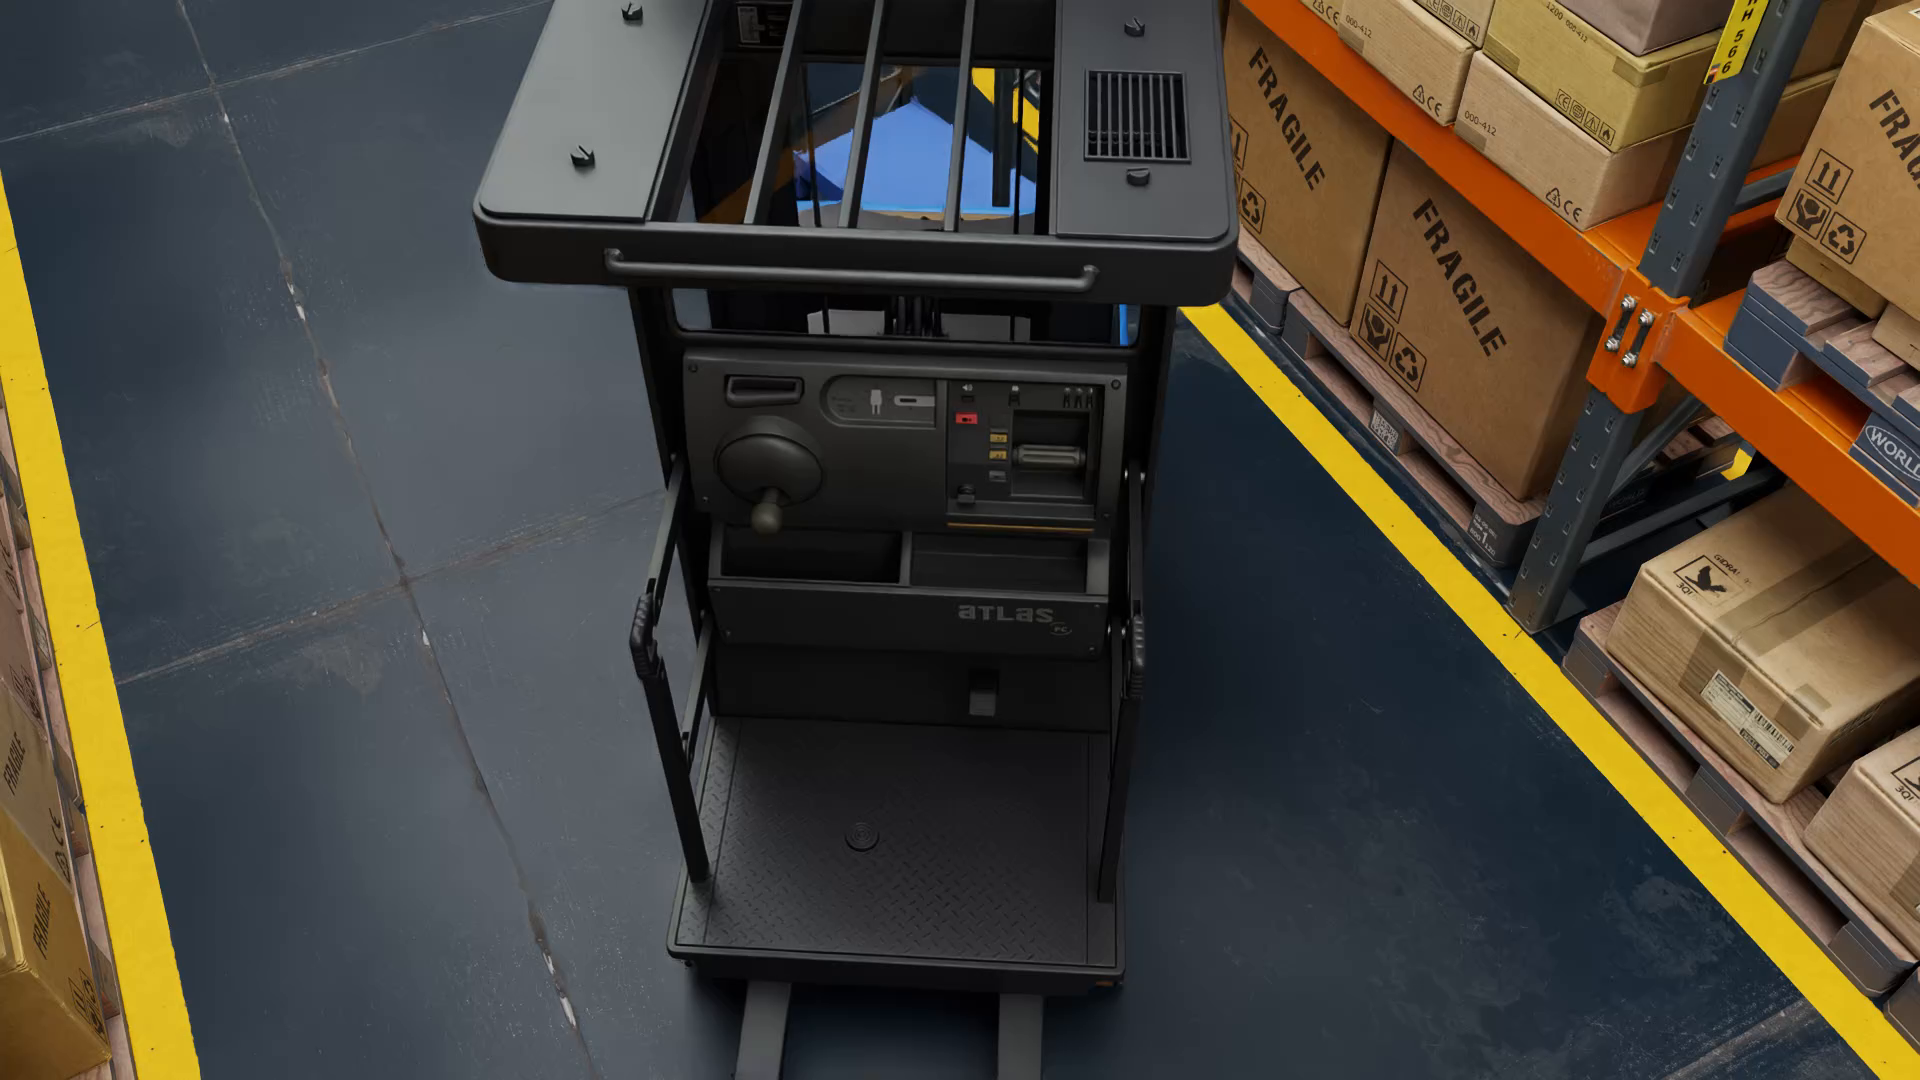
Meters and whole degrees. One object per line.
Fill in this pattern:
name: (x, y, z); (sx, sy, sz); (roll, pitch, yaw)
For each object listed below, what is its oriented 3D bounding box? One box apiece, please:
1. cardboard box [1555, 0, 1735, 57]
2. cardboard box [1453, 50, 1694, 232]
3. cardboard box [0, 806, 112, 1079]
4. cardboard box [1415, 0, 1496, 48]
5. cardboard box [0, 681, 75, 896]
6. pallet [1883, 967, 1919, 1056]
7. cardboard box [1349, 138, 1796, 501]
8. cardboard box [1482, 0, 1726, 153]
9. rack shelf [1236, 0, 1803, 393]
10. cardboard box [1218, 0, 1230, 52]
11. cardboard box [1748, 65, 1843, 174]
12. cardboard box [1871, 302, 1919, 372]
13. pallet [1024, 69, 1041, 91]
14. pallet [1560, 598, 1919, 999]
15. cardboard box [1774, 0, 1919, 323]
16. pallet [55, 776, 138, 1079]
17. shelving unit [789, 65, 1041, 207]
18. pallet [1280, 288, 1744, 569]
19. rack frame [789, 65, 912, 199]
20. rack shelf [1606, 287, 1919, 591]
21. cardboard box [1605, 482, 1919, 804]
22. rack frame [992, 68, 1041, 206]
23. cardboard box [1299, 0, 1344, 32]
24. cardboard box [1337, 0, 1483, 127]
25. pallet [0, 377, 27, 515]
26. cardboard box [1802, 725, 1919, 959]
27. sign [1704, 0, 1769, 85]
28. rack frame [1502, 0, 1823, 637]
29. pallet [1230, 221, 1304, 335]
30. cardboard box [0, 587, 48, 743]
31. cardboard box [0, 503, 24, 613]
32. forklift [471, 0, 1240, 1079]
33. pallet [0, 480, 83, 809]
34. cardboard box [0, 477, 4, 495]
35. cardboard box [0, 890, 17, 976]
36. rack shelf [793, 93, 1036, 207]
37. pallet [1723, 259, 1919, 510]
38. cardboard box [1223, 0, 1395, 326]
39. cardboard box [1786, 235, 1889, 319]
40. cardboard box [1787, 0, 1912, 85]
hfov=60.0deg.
cardboard box: (1.657, -1.527, 3.862); (0.500, 0.500, 0.500); (-22, 53, -18)
cardboard box: (1.664, -1.109, 4.327); (0.500, 0.250, 0.500); (-23, 53, -19)
cardboard box: (-2.326, 0.987, 3.776); (0.500, 0.500, 0.500); (-23, 53, -19)
cardboard box: (1.441, -1.603, 4.427); (0.500, 0.250, 0.500); (-22, 53, -18)
cardboard box: (-2.559, 0.652, 4.069); (0.500, 0.500, 0.500); (-21, 52, -17)
pallet: (3.037, 1.348, 3.931); (1.003, 0.211, 1.213); (-21, 52, -18)
cardboard box: (1.884, -0.839, 5.123); (0.875, 0.875, 0.875); (-22, 52, -18)
cardboard box: (1.679, -1.261, 4.128); (0.500, 0.250, 0.500); (-21, 52, -18)
rack shelf: (1.211, -2.011, 5.494); (1.077, 0.370, 4.000); (-21, 52, -18)
cardboard box: (1.071, -2.036, 6.170); (0.875, 0.875, 0.875); (-20, 52, -16)
cardboard box: (2.126, -1.274, 4.471); (0.500, 0.250, 0.500); (-22, 52, -18)
cardboard box: (2.209, -0.482, 3.567); (0.380, 0.149, 0.250); (-24, 53, -20)
pallet: (0.716, -2.178, 7.014); (1.003, 0.211, 1.213); (-21, 52, -18)
pallet: (2.482, 0.532, 4.644); (1.003, 0.211, 1.213); (-21, 52, -18)
cardboard box: (2.126, -0.797, 3.412); (0.500, 0.500, 0.500); (-23, 53, -19)
pallet: (-2.585, 1.258, 4.009); (1.003, 0.211, 1.213); (-21, 52, -18)
shelving unit: (-0.036, -1.185, 5.290); (0.538, 1.500, 1.048); (-32, 56, -25)
pallet: (1.832, -0.545, 5.586); (1.003, 0.211, 1.213); (-21, 52, -18)
rack frame: (-0.364, -1.478, 5.546); (0.500, 1.500, 0.032); (-32, 56, -25)
rack shelf: (3.041, 0.666, 3.152); (1.077, 0.370, 4.000); (-21, 52, -18)
cardboard box: (2.376, 0.199, 4.550); (0.950, 0.372, 0.625); (-24, 53, -20)
rack frame: (0.292, -0.893, 5.034); (0.500, 1.500, 0.032); (-32, 56, -25)
cardboard box: (1.200, -1.788, 4.921); (0.500, 0.250, 0.500); (-22, 52, -18)
cardboard box: (1.416, -1.445, 4.621); (0.500, 0.250, 0.500); (-20, 52, -17)
pallet: (-3.702, -0.375, 5.438); (1.003, 0.211, 1.213); (-21, 52, -18)
cardboard box: (2.721, 0.690, 4.120); (0.950, 0.372, 0.625); (-22, 52, -18)
sign: (1.634, -1.097, 3.447); (0.100, 0.325, 0.005); (-21, 52, -18)
rack frame: (2.126, -0.909, 4.052); (1.000, 3.000, 0.127); (-21, 52, -18)
pallet: (1.278, -1.360, 6.299); (1.003, 0.211, 1.213); (-21, 52, -18)
cardboard box: (-2.798, 0.310, 4.368); (0.500, 0.500, 0.500); (-22, 53, -18)
cardboard box: (-3.031, -0.032, 4.667); (0.500, 0.500, 0.500); (-22, 52, -18)
forklift: (-0.129, -0.093, 3.385); (1.130, 2.935, 3.031); (2, 49, 2)
pallet: (-3.140, 0.443, 4.723); (1.003, 0.211, 1.213); (-21, 52, -18)
cardboard box: (-3.262, -0.377, 4.969); (0.500, 0.500, 0.500); (-22, 52, -18)
cardboard box: (-2.329, 0.756, 3.479); (0.500, 0.250, 0.500); (-23, 53, -19)
rack shelf: (-0.036, -1.067, 5.426); (0.538, 0.185, 1.000); (-32, 56, -25)
pallet: (2.547, -0.406, 3.739); (1.213, 0.211, 1.003); (-21, 52, -18)
cardboard box: (1.480, -1.437, 5.647); (0.875, 0.875, 0.875); (-21, 52, -17)
cardboard box: (2.110, -0.683, 3.743); (0.380, 0.149, 0.250); (-24, 53, -20)
cardboard box: (2.114, -1.449, 4.292); (0.500, 0.250, 0.500); (-22, 52, -18)
